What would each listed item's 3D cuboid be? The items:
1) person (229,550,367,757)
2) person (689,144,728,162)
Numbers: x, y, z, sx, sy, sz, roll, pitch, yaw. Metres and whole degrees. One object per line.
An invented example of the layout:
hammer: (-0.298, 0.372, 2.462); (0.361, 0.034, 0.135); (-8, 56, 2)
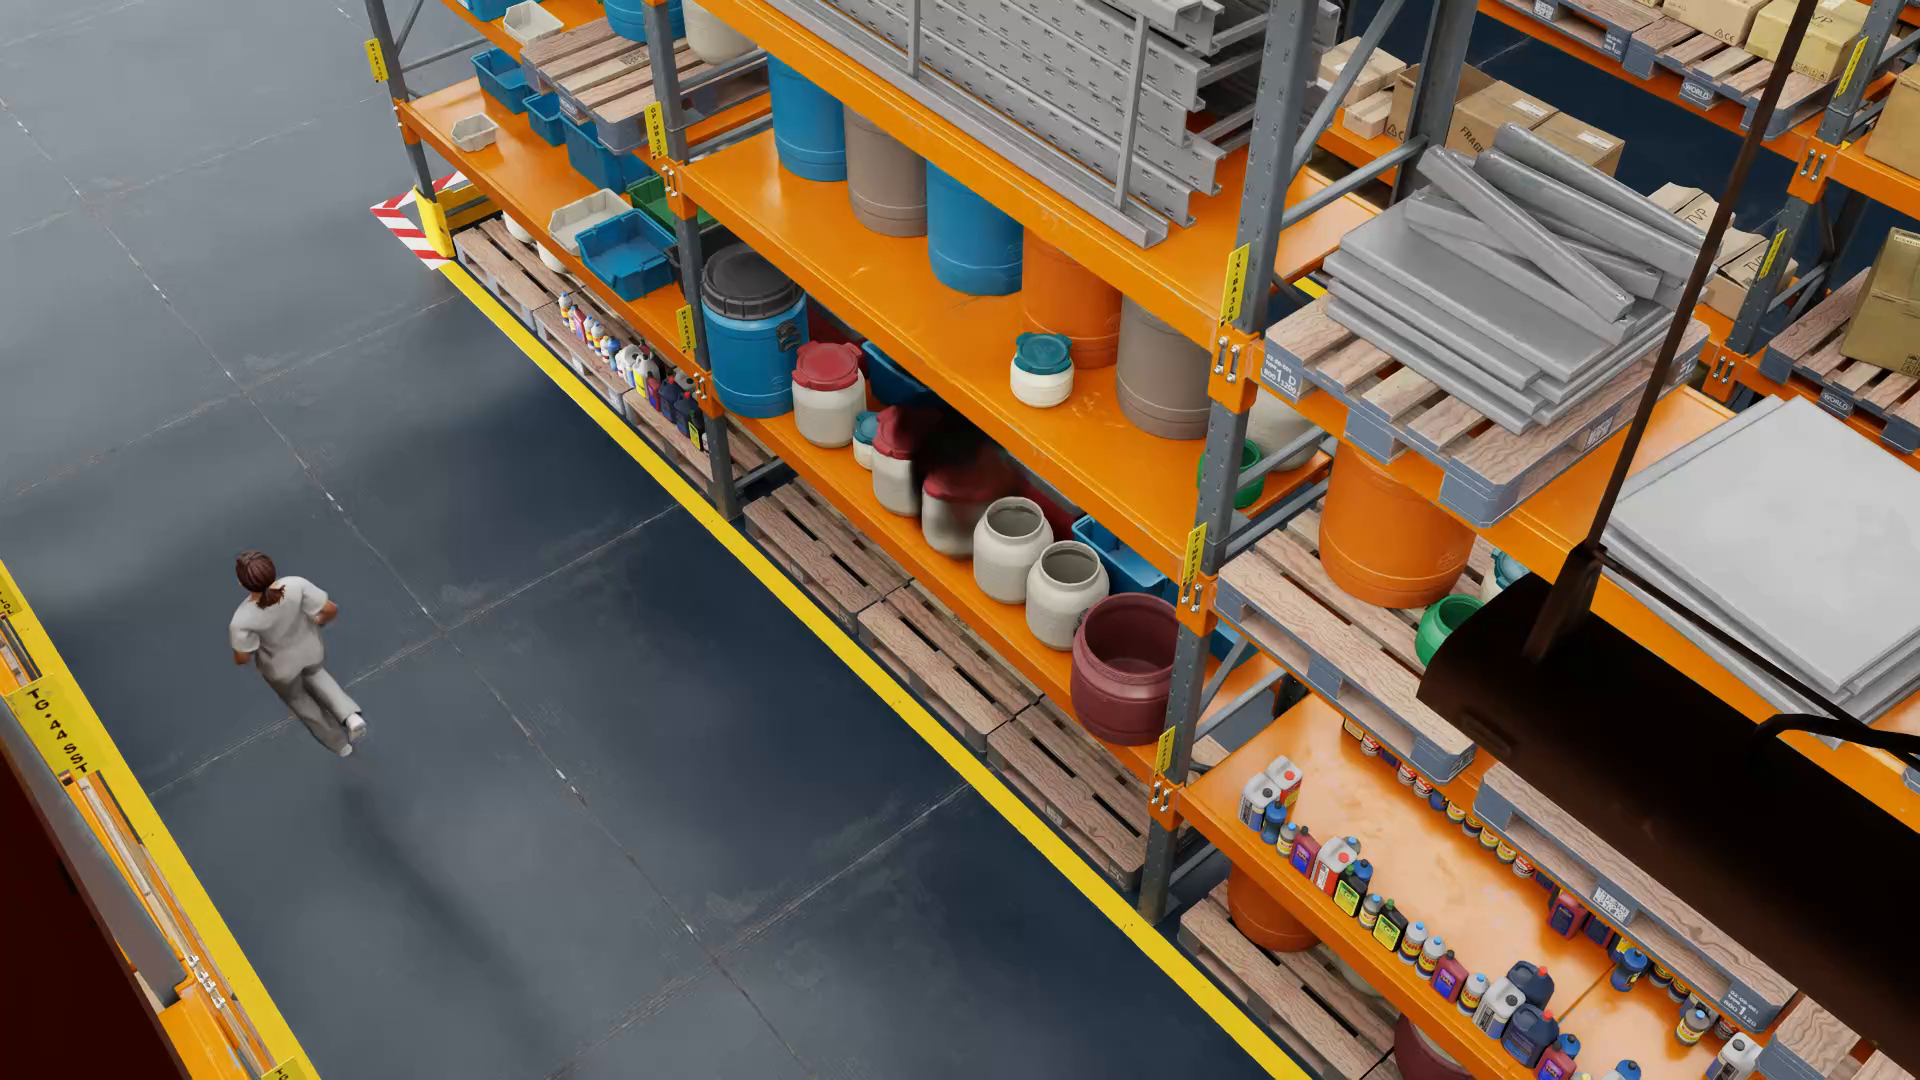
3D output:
person: (-3.546, 0.630, 8.862); (0.569, 1.628, 0.564); (35, 55, 28)
person: (-2.142, -3.574, 13.266); (0.747, 1.685, 0.657); (31, 54, 26)
